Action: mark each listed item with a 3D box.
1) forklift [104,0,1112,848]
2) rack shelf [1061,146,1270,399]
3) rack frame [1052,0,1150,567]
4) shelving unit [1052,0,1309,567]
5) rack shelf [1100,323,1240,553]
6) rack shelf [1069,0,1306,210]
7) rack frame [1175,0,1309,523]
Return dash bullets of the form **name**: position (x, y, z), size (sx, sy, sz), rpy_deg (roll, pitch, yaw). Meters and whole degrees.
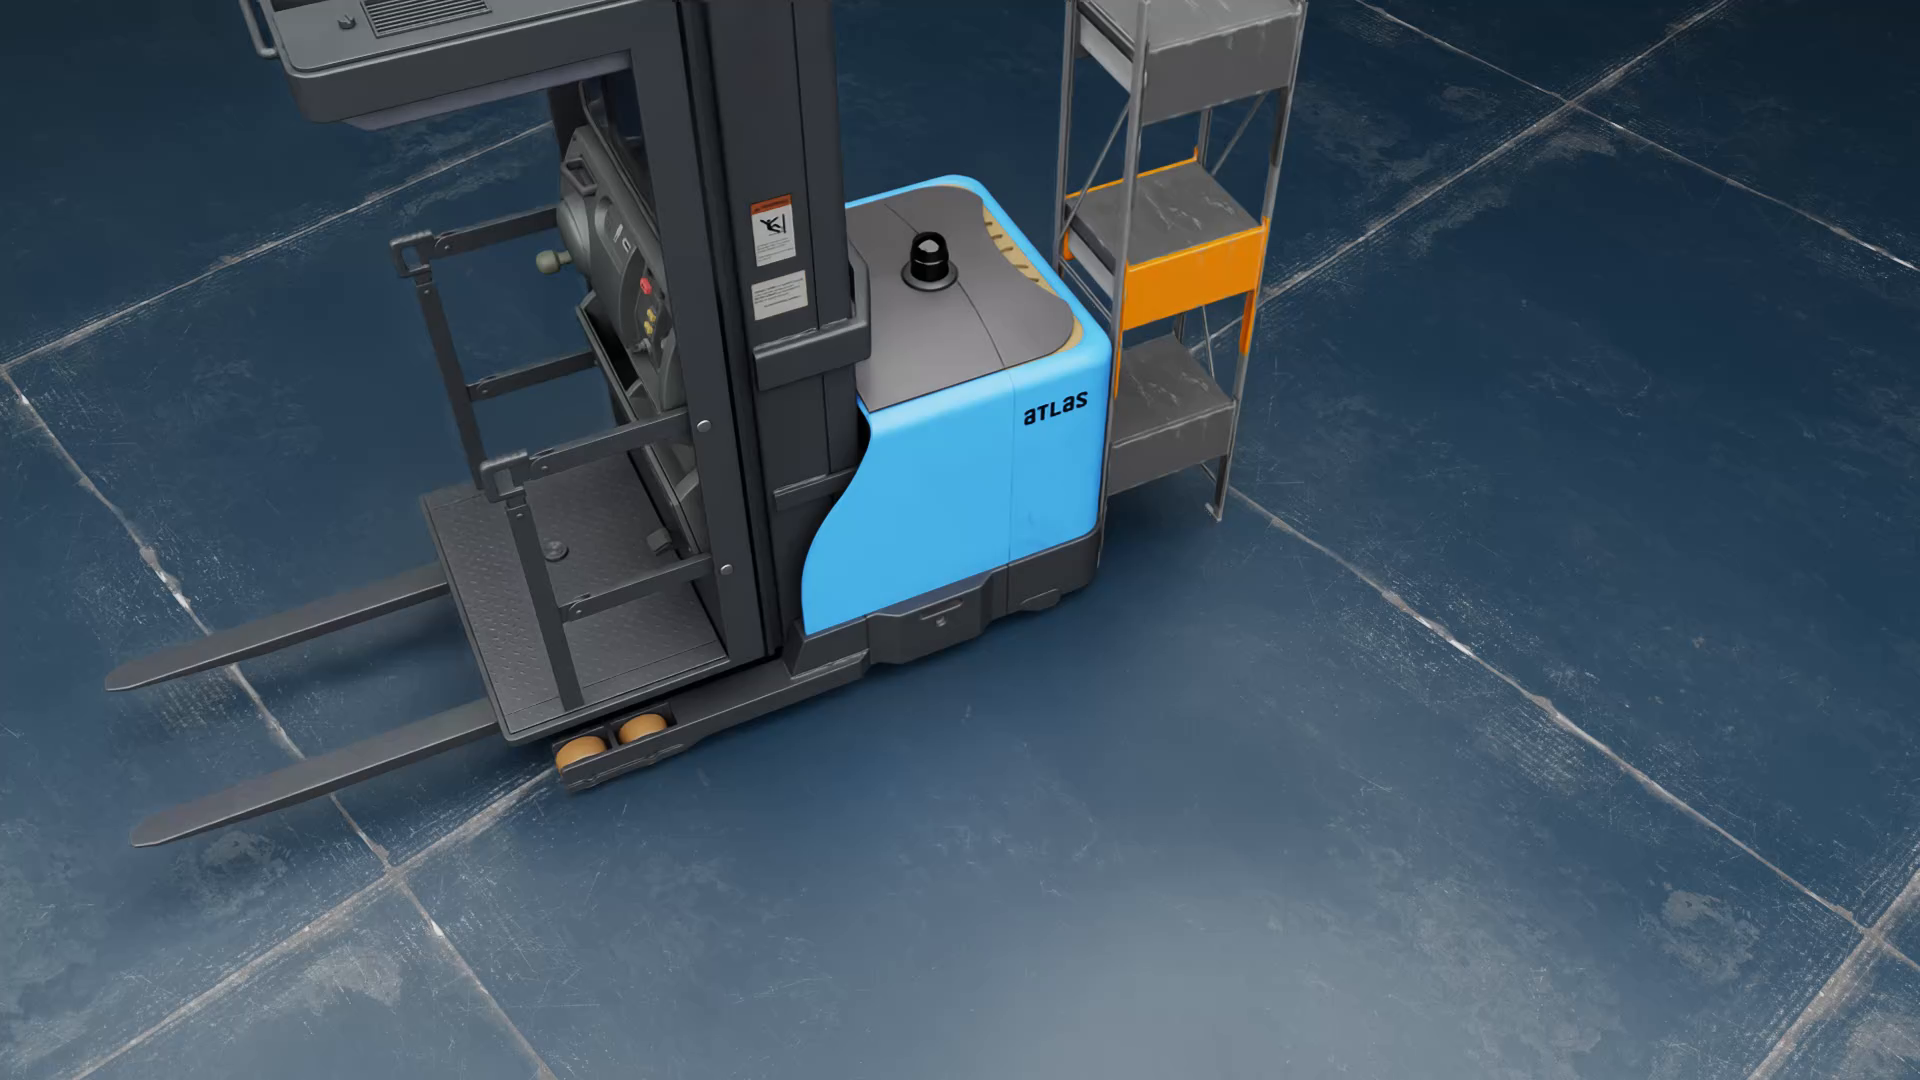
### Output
- **forklift**: position (-1.097, -0.686, 4.389), size (3.031, 2.935, 1.130), rpy_deg (-19, 50, -17)
- **rack shelf**: position (0.599, -0.820, 5.096), size (0.480, 0.518, 0.431), rpy_deg (-19, 50, -17)
- **rack frame**: position (0.380, -0.751, 5.015), size (0.015, 2.100, 0.400), rpy_deg (-19, 50, -17)
- **shelving unit**: position (0.599, -0.829, 5.086), size (0.503, 2.100, 0.431), rpy_deg (-19, 50, -17)
- **rack shelf**: position (0.599, -0.345, 5.611), size (0.480, 0.518, 0.431), rpy_deg (-19, 50, -17)
- **rack shelf**: position (0.599, -1.295, 4.582), size (0.480, 0.518, 0.431), rpy_deg (-19, 50, -17)
- **rack frame**: position (0.819, -0.907, 5.158), size (0.015, 2.100, 0.400), rpy_deg (-19, 50, -17)
